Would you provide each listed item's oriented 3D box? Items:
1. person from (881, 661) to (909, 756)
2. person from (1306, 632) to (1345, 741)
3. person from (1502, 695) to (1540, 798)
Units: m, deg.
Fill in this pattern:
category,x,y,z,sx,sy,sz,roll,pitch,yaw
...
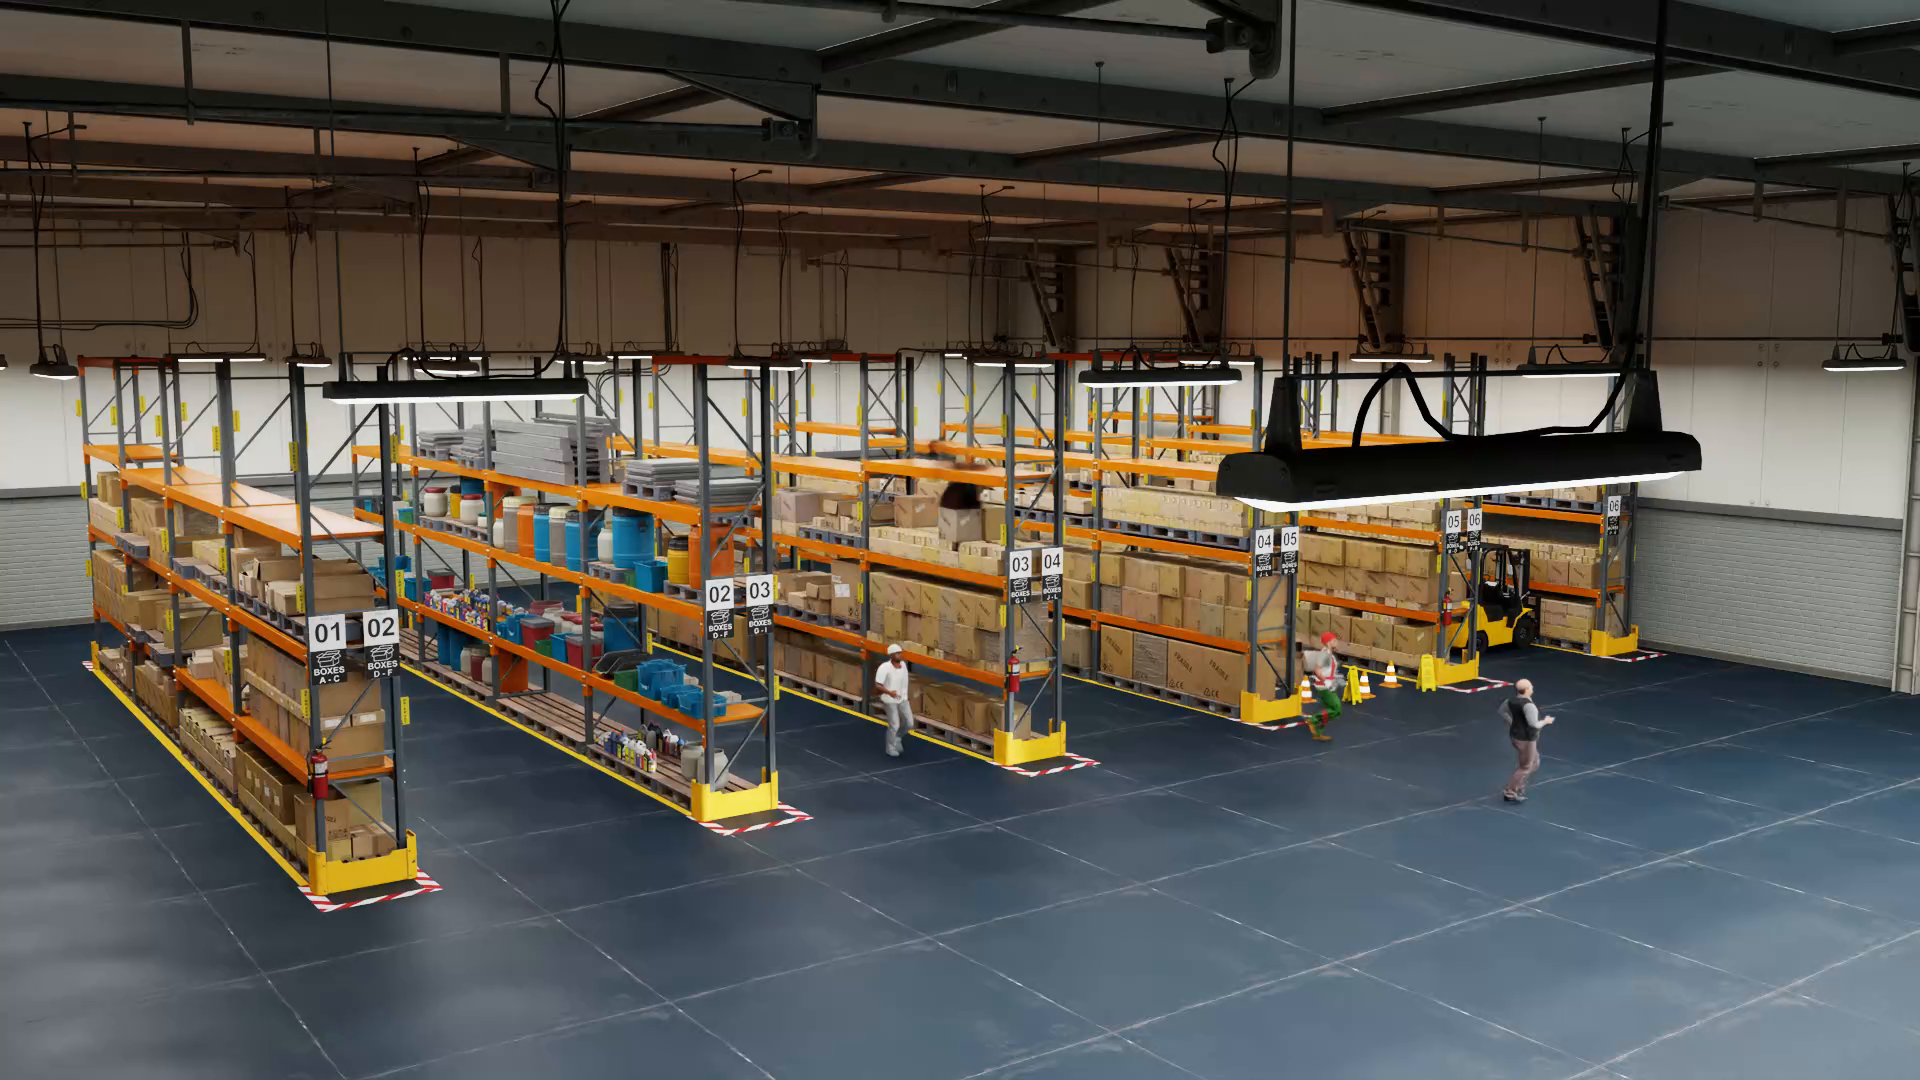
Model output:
category,x,y,z,sx,sy,sz,roll,pitch,yaw
person,-0.999,2.550,25.190,0.434,1.459,0.393,-6,9,-39
person,5.776,2.308,26.234,0.579,1.733,0.654,2,7,15
person,7.684,2.805,22.650,0.591,1.388,0.444,-1,7,-7
